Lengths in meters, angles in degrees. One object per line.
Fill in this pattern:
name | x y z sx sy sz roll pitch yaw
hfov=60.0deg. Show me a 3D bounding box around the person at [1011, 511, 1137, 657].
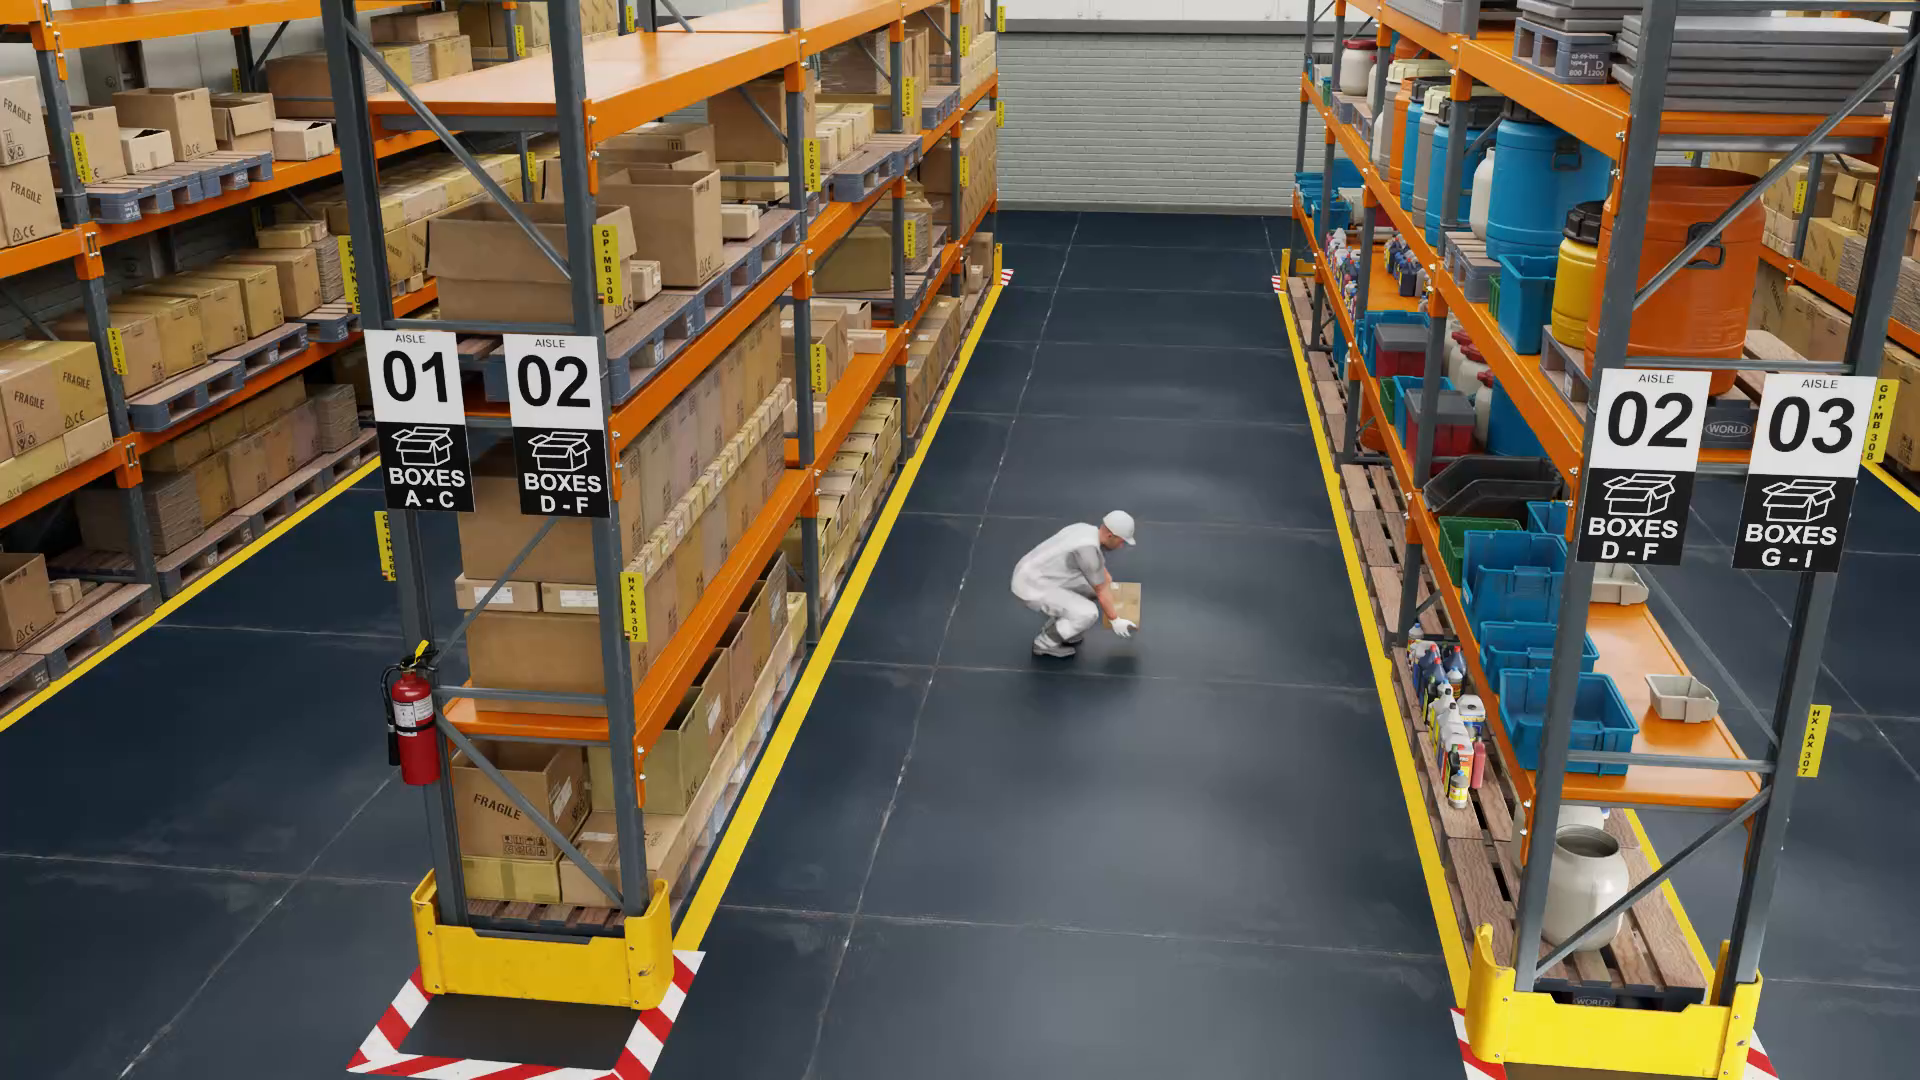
person | 0.791 0.280 11.431 0.882 1.002 0.547 2 21 5
